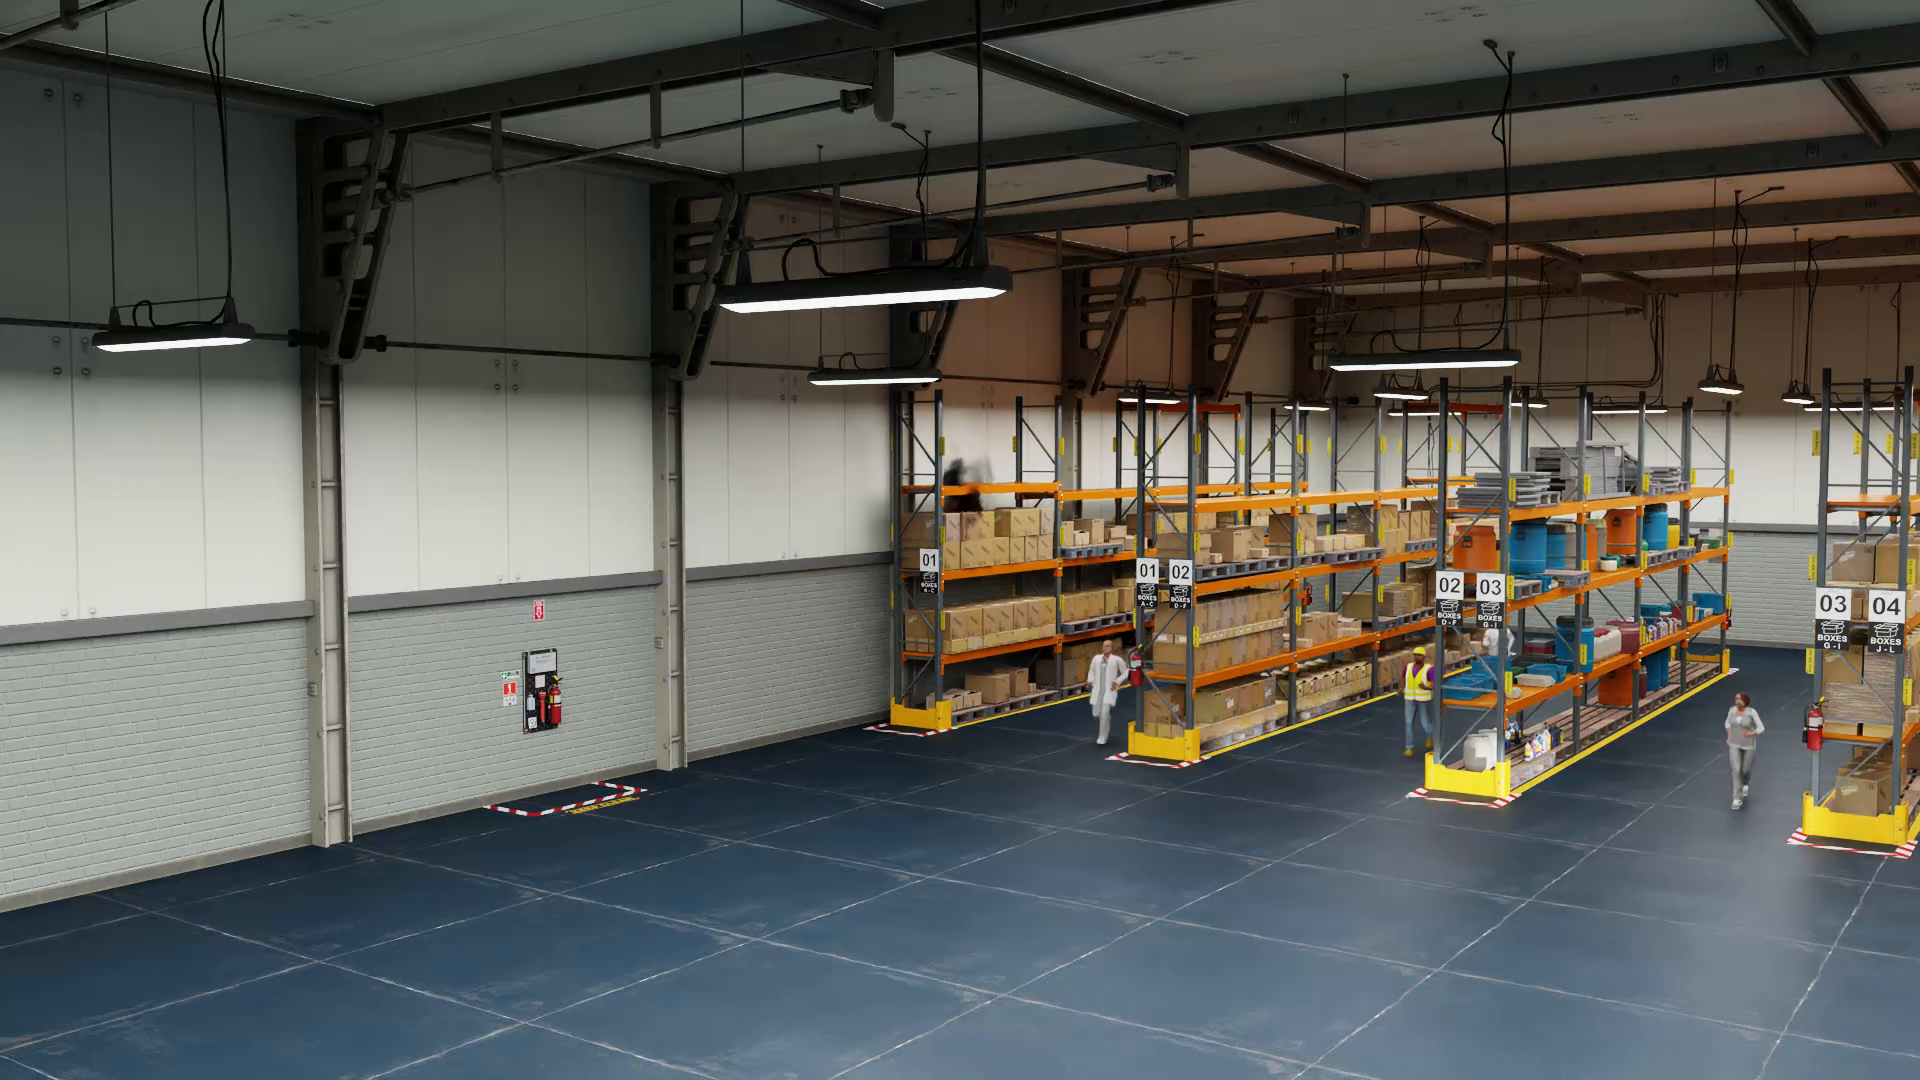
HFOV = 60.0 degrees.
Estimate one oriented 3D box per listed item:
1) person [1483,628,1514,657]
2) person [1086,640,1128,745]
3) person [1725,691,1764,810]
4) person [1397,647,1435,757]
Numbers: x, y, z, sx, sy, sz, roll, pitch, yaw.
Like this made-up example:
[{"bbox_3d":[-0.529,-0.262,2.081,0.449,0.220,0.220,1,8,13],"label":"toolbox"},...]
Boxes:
[{"bbox_3d":[10.605,2.315,32.805,0.557,1.732,0.816,2,4,26],"label":"person"},{"bbox_3d":[2.466,2.554,28.071,0.704,1.721,0.778,2,4,25],"label":"person"},{"bbox_3d":[10.915,2.911,23.172,0.528,1.590,0.802,2,4,35],"label":"person"},{"bbox_3d":[7.413,2.597,26.910,0.710,1.747,0.963,2,4,33],"label":"person"}]
